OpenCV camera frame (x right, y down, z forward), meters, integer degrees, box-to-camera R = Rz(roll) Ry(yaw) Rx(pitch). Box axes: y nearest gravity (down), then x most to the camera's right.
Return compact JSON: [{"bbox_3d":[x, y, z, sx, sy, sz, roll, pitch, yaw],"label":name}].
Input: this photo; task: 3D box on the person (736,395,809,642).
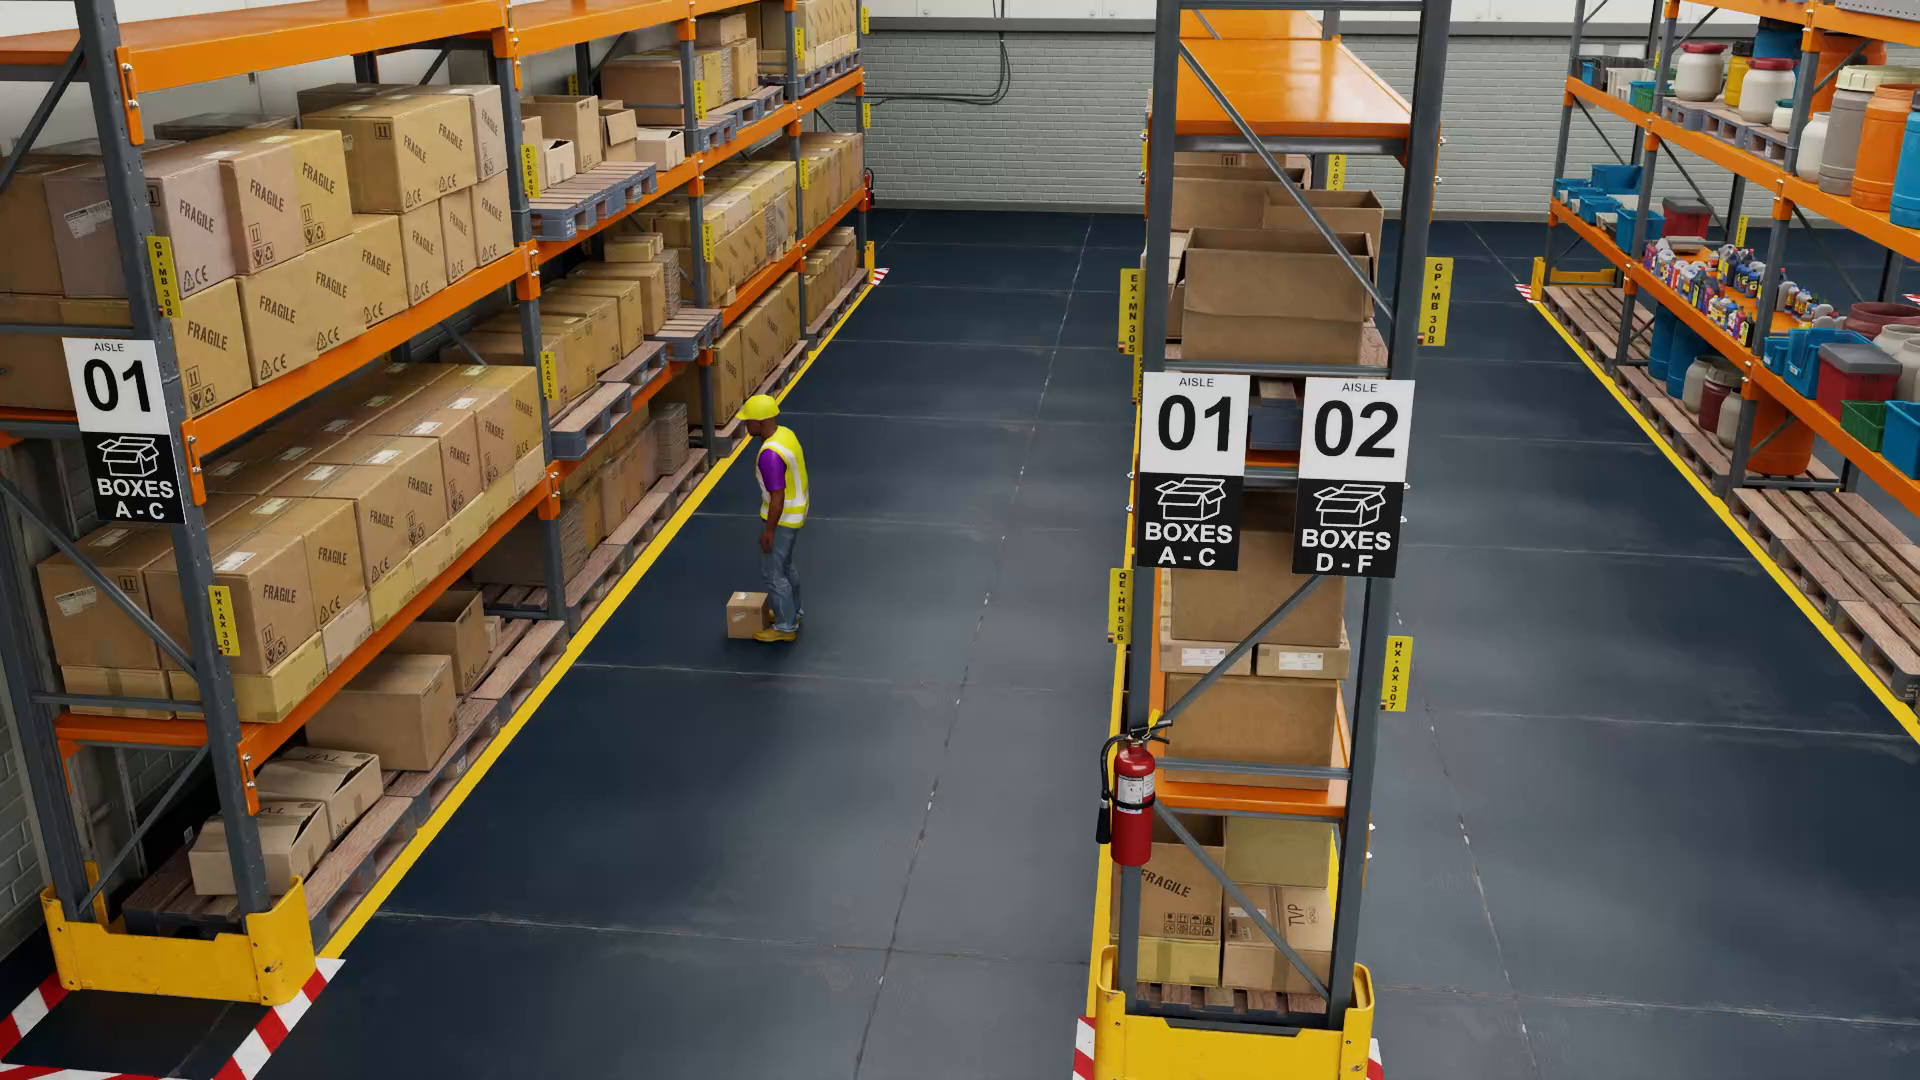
[{"bbox_3d":[-1.275,-0.159,11.473,0.460,1.759,0.634,1,21,3],"label":"person"}]
